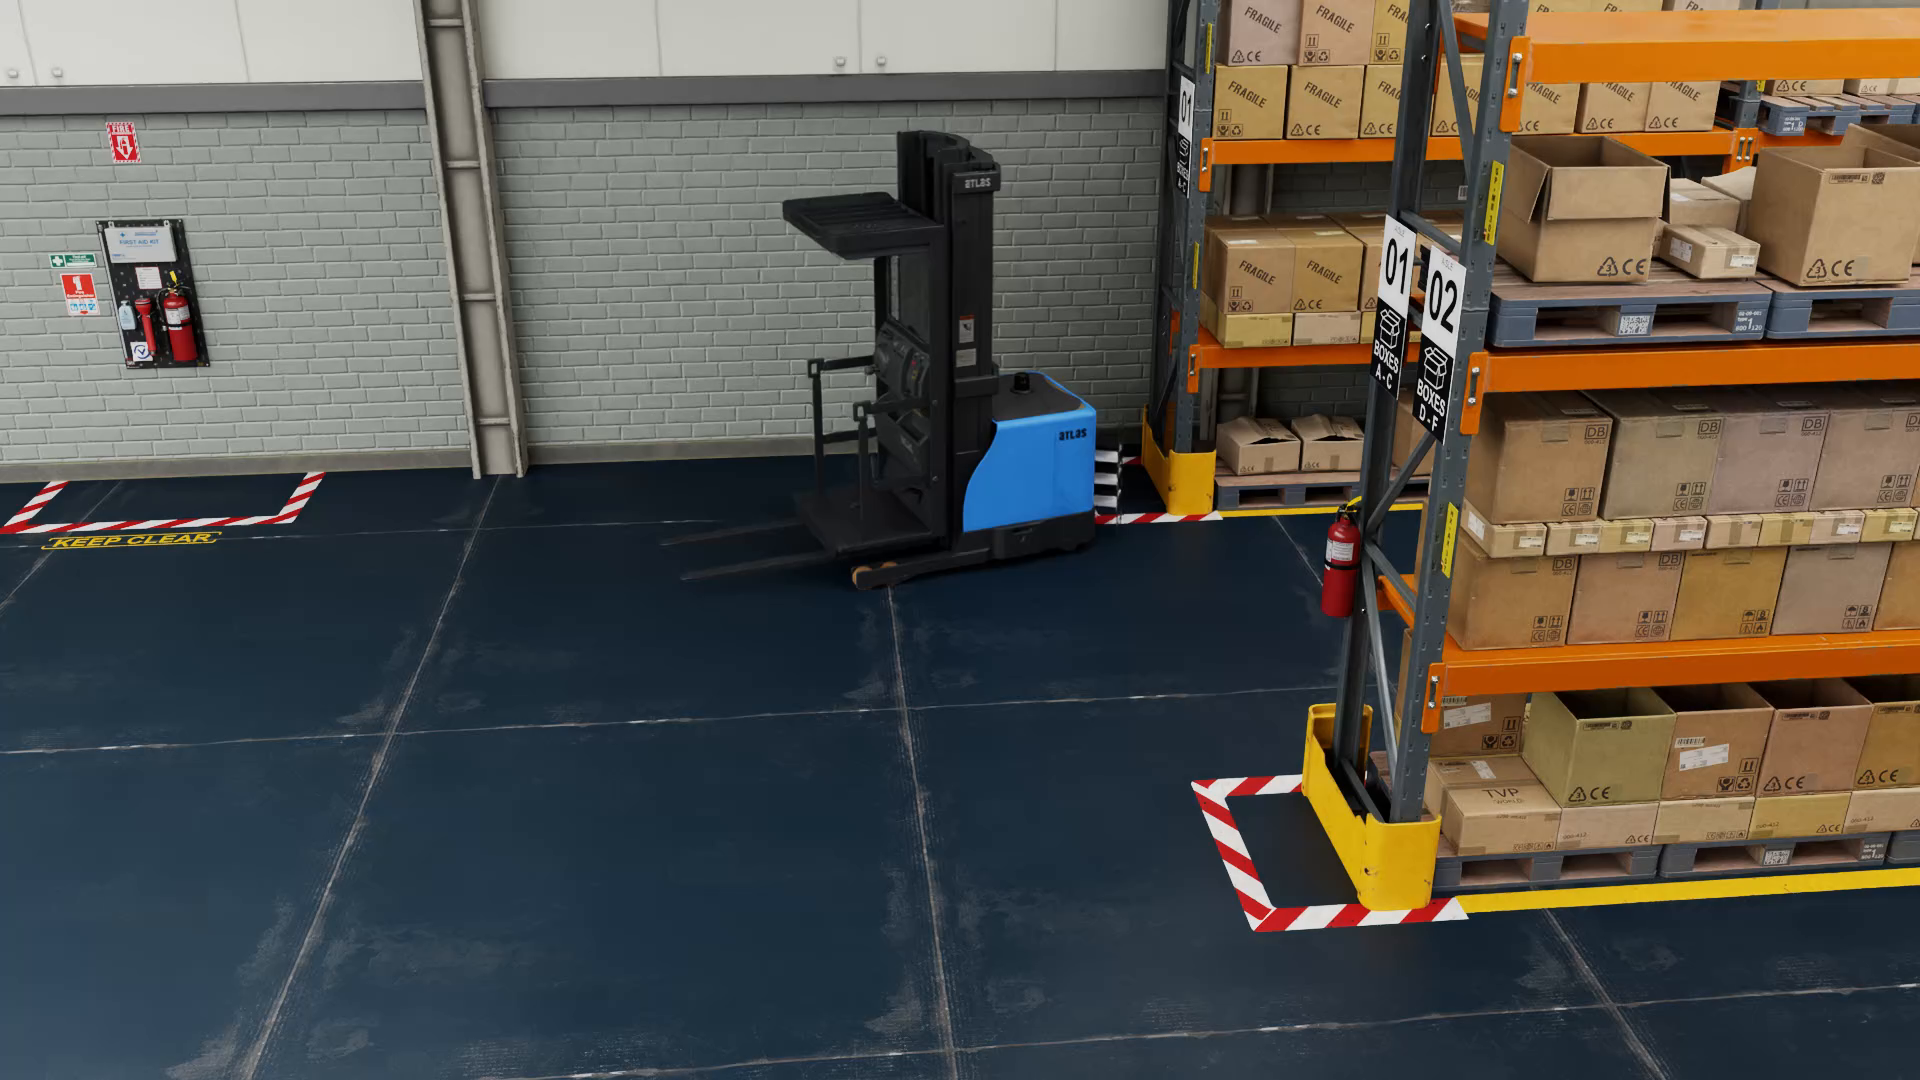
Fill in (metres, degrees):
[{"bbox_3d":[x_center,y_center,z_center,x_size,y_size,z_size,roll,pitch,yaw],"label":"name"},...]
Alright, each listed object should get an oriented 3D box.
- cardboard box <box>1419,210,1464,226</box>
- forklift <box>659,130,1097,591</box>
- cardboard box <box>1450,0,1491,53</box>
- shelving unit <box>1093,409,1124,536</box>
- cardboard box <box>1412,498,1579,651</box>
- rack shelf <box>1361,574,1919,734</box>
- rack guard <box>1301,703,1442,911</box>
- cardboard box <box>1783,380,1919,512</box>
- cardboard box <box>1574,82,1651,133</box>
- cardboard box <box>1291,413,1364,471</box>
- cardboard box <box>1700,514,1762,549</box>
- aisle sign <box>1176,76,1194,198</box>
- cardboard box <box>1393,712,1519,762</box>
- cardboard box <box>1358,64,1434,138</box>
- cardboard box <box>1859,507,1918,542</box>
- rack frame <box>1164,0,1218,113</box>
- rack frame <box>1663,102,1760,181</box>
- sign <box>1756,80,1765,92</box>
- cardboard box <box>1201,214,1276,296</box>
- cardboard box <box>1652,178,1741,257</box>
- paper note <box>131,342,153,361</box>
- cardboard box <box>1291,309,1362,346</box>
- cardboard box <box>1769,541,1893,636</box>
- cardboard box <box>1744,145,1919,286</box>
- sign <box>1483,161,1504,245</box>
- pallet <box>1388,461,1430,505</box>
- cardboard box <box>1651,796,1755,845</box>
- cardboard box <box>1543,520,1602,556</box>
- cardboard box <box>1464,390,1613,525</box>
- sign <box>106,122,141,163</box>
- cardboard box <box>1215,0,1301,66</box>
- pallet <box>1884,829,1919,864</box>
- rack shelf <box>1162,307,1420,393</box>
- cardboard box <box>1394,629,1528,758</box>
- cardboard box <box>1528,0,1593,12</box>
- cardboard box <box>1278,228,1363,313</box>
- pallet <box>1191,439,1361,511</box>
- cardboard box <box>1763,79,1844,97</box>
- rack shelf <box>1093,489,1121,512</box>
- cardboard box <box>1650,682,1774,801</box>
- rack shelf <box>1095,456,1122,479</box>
[{"bbox_3d":[3.600,-2.240,12.834,0.500,0.500,0.500,-2,24,-4],"label":"cardboard box"},{"bbox_3d":[-0.589,-1.232,11.413,3.031,2.935,1.130,-10,26,-21],"label":"forklift"},{"bbox_3d":[3.574,-3.853,12.154,0.500,0.500,0.500,-2,24,-5],"label":"cardboard box"},{"bbox_3d":[1.075,-0.491,12.226,0.210,0.900,0.258,5,28,12],"label":"shelving unit"},{"bbox_3d":[2.592,0.149,8.098,0.500,0.500,0.700,-2,24,-5],"label":"cardboard box"},{"bbox_3d":[4.116,0.457,8.414,4.000,0.370,1.077,-2,24,-5],"label":"rack shelf"},{"bbox_3d":[2.102,1.352,8.594,0.348,0.500,1.175,-2,24,-5],"label":"rack guard"},{"bbox_3d":[4.167,-0.509,7.983,0.500,0.500,0.700,-2,24,-5],"label":"cardboard box"},{"bbox_3d":[4.633,-3.244,12.014,0.500,0.500,0.500,-4,24,-10],"label":"cardboard box"},{"bbox_3d":[2.900,-0.780,13.081,0.500,0.311,0.500,0,24,-1],"label":"cardboard box"},{"bbox_3d":[3.565,-0.104,7.870,0.250,0.149,0.380,-3,24,-7],"label":"cardboard box"},{"bbox_3d":[1.593,-2.858,11.785,0.004,0.787,0.394,-2,24,-5],"label":"aisle sign"},{"bbox_3d":[2.630,1.132,8.878,0.500,0.250,0.500,-2,24,-5],"label":"cardboard box"},{"bbox_3d":[3.047,-3.161,11.828,0.500,0.500,0.500,-1,24,-3],"label":"cardboard box"},{"bbox_3d":[4.329,-0.134,7.937,0.250,0.149,0.380,-2,24,-3],"label":"cardboard box"},{"bbox_3d":[1.635,-4.535,11.374,0.127,3.000,1.000,-2,24,-5],"label":"rack frame"},{"bbox_3d":[5.616,-1.953,12.952,0.127,3.000,1.000,-2,24,-5],"label":"rack frame"},{"bbox_3d":[5.677,-3.341,11.745,0.005,0.325,0.100,-2,24,-5],"label":"sign"},{"bbox_3d":[2.083,-2.182,12.702,0.500,0.500,0.500,-3,24,-6],"label":"cardboard box"},{"bbox_3d":[3.246,-1.502,7.739,0.500,0.250,0.500,-2,24,-5],"label":"cardboard box"},{"bbox_3d":[-6.370,-1.467,12.942,0.142,0.148,0.016,-2,24,-5],"label":"paper note"},{"bbox_3d":[2.667,-1.652,12.434,0.500,0.250,0.500,-3,24,-7],"label":"cardboard box"},{"bbox_3d":[4.132,0.086,8.240,0.500,0.500,0.700,-2,24,-4],"label":"cardboard box"},{"bbox_3d":[3.805,-1.420,7.245,0.500,0.500,0.500,-2,24,-5],"label":"cardboard box"},{"bbox_3d":[2.174,-1.373,6.780,0.005,0.325,0.100,-2,24,-5],"label":"sign"},{"bbox_3d":[3.734,-0.588,13.313,1.213,0.211,1.003,-2,24,-5],"label":"pallet"},{"bbox_3d":[3.676,1.300,8.500,0.500,0.250,0.500,-2,24,-5],"label":"cardboard box"},{"bbox_3d":[2.800,-0.074,7.802,0.250,0.149,0.380,-3,24,-7],"label":"cardboard box"},{"bbox_3d":[2.644,-0.446,7.839,0.500,0.500,0.700,-2,24,-5],"label":"cardboard box"},{"bbox_3d":[-6.205,-2.948,12.335,0.199,0.298,0.001,-2,24,-5],"label":"sign"},{"bbox_3d":[2.042,-3.593,11.570,0.500,0.500,0.500,-4,24,-9],"label":"cardboard box"},{"bbox_3d":[5.311,1.338,8.980,1.213,0.211,1.003,-2,24,-5],"label":"pallet"},{"bbox_3d":[3.625,-1.545,12.918,4.000,0.370,1.077,-2,24,-5],"label":"rack shelf"},{"bbox_3d":[2.630,0.789,8.728,0.500,0.500,0.500,-2,24,-5],"label":"cardboard box"},{"bbox_3d":[4.081,-3.655,11.708,0.500,0.500,0.500,-3,24,-7],"label":"cardboard box"},{"bbox_3d":[2.633,-1.990,12.271,0.500,0.500,0.500,-2,24,-5],"label":"cardboard box"},{"bbox_3d":[2.523,-0.541,13.207,1.213,0.211,1.003,-2,24,-5],"label":"pallet"},{"bbox_3d":[6.168,-3.551,12.213,0.500,0.500,0.500,1,24,2],"label":"cardboard box"},{"bbox_3d":[1.080,-0.301,12.324,0.200,0.077,0.258,5,28,12],"label":"rack shelf"},{"bbox_3d":[3.675,0.953,8.358,0.500,0.500,0.500,-2,24,-5],"label":"cardboard box"},{"bbox_3d":[1.074,-0.541,12.200,0.200,0.077,0.258,5,28,12],"label":"rack shelf"}]
